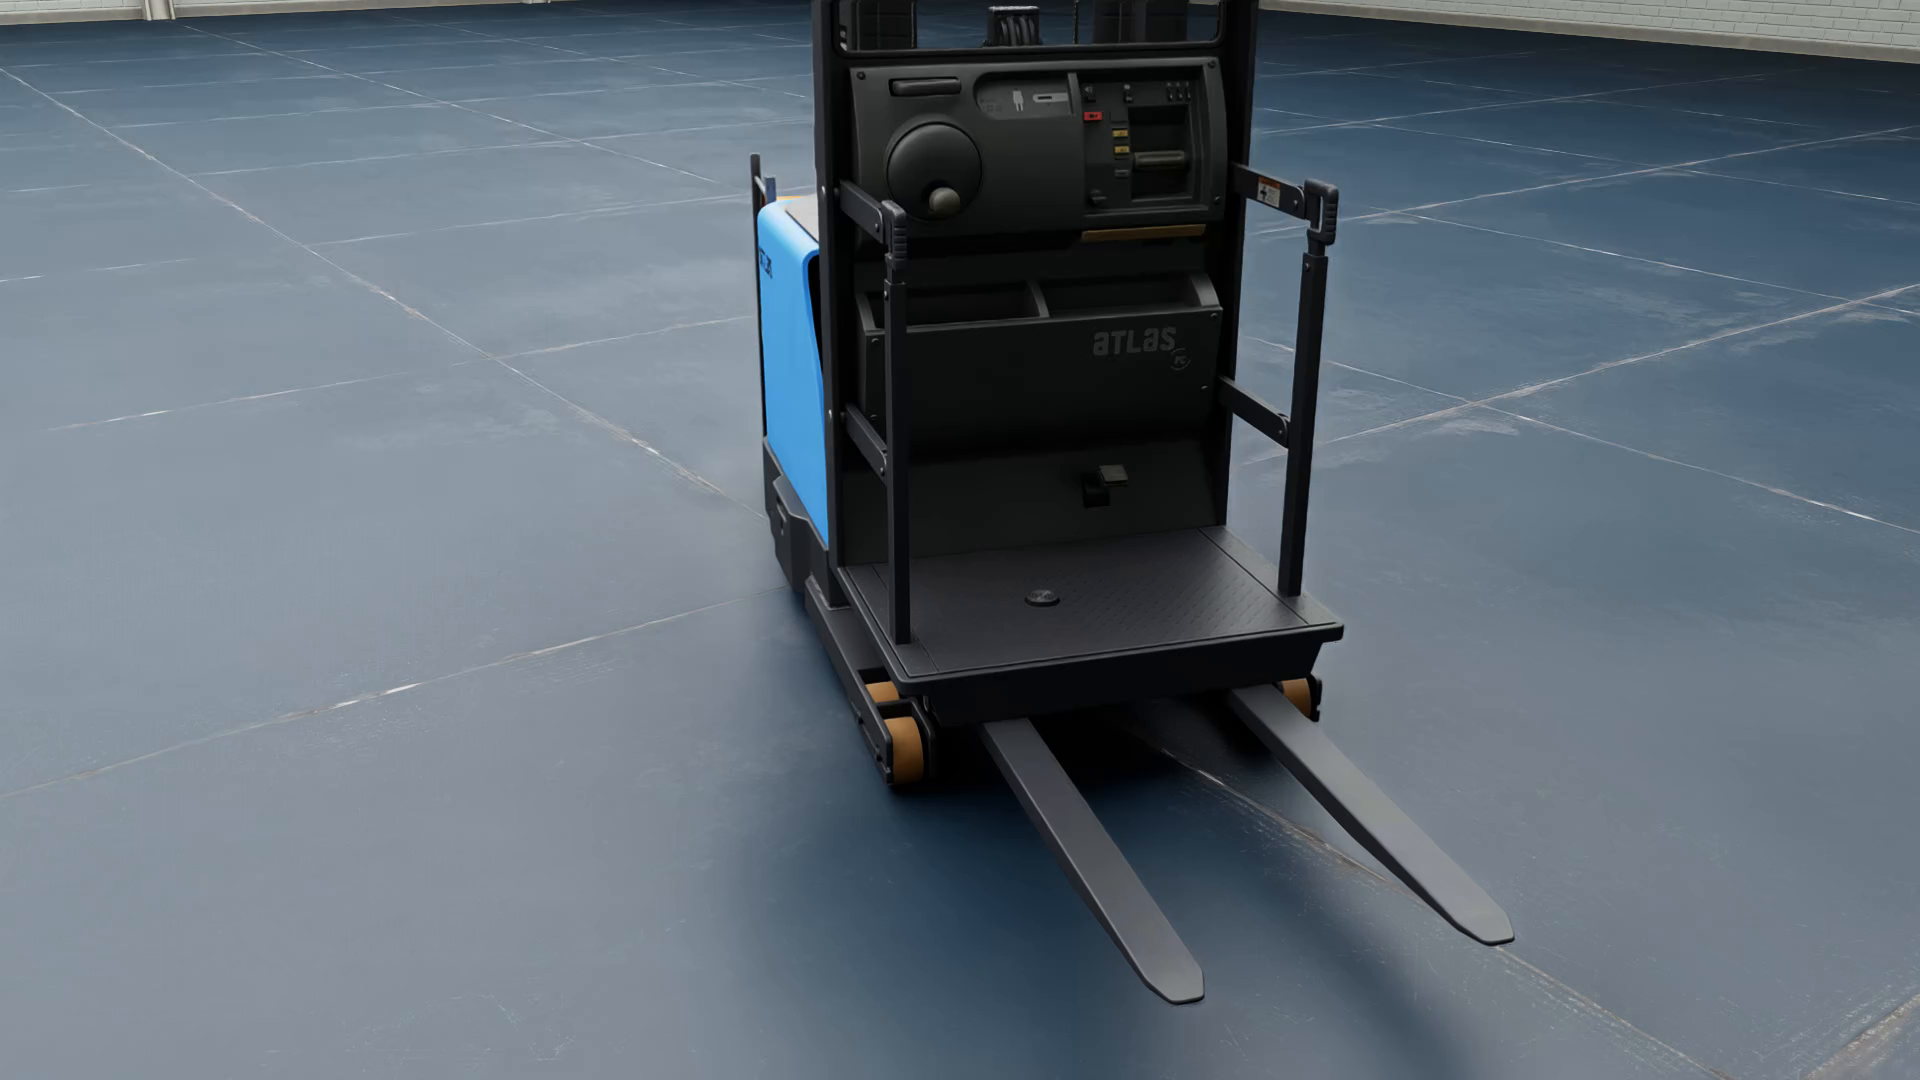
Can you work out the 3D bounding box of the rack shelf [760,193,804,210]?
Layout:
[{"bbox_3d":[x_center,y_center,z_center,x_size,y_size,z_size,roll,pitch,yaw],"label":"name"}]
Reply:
[{"bbox_3d":[-0.151,-1.016,5.634,1.000,0.278,0.538,-5,22,-12],"label":"rack shelf"}]

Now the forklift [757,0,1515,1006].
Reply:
[{"bbox_3d":[0.262,-0.941,3.799,1.130,2.935,3.031,-6,23,-15],"label":"forklift"}]

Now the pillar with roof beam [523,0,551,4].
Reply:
[{"bbox_3d":[-4.715,-12.059,23.474,0.400,9.000,9.100,-15,26,-33],"label":"pillar with roof beam"}]

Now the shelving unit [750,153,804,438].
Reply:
[{"bbox_3d":[-0.151,-0.744,5.743,1.048,1.125,0.538,-5,22,-12],"label":"shelving unit"}]

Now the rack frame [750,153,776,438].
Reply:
[{"bbox_3d":[-0.647,-0.703,5.641,0.032,1.125,0.500,-5,22,-12],"label":"rack frame"}]

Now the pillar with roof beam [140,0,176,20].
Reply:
[{"bbox_3d":[-9.585,-10.760,20.219,0.400,9.000,9.100,-15,26,-33],"label":"pillar with roof beam"}]
